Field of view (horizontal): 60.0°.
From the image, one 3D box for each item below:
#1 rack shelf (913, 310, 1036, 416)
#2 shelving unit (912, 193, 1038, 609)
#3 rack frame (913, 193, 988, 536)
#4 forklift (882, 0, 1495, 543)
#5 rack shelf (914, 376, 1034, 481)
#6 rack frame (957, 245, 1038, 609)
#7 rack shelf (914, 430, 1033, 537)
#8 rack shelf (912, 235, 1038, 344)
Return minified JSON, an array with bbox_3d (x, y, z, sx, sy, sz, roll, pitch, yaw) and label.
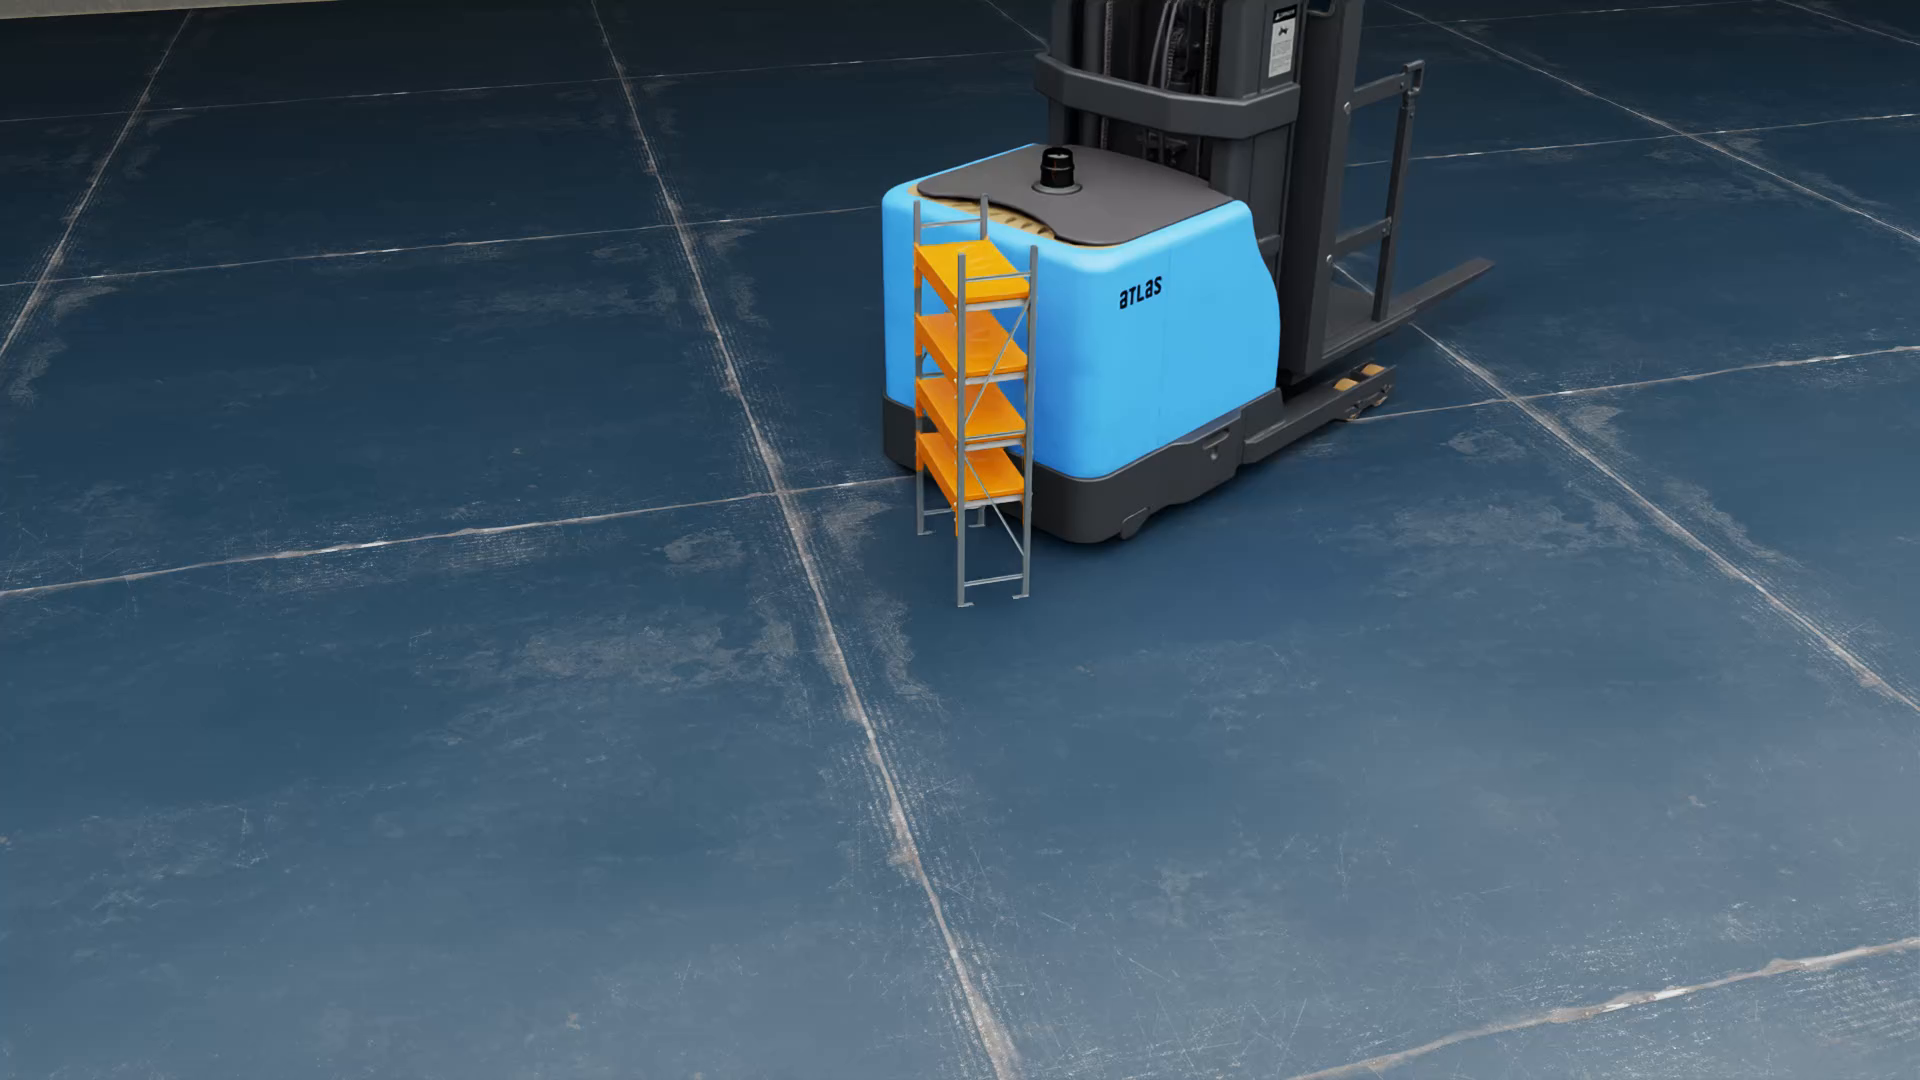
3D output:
[{"bbox_3d":[0.039,-0.571,5.225,0.258,0.148,0.480,-8,31,-14],"label":"rack shelf"},{"bbox_3d":[0.039,-0.436,5.304,0.258,1.200,0.503,-8,31,-14],"label":"shelving unit"},{"bbox_3d":[-0.031,-0.553,5.506,0.240,1.200,0.015,-8,31,-14],"label":"rack frame"},{"bbox_3d":[1.106,-1.898,6.103,1.130,2.935,3.031,26,39,37],"label":"forklift"},{"bbox_3d":[0.039,-0.377,5.337,0.258,0.148,0.480,-8,31,-14],"label":"rack shelf"},{"bbox_3d":[0.109,-0.319,5.101,0.240,1.200,0.015,-8,31,-14],"label":"rack frame"},{"bbox_3d":[0.038,-0.205,5.436,0.258,0.148,0.480,-8,31,-14],"label":"rack shelf"},{"bbox_3d":[0.040,-0.776,5.107,0.258,0.148,0.480,-8,31,-14],"label":"rack shelf"}]
